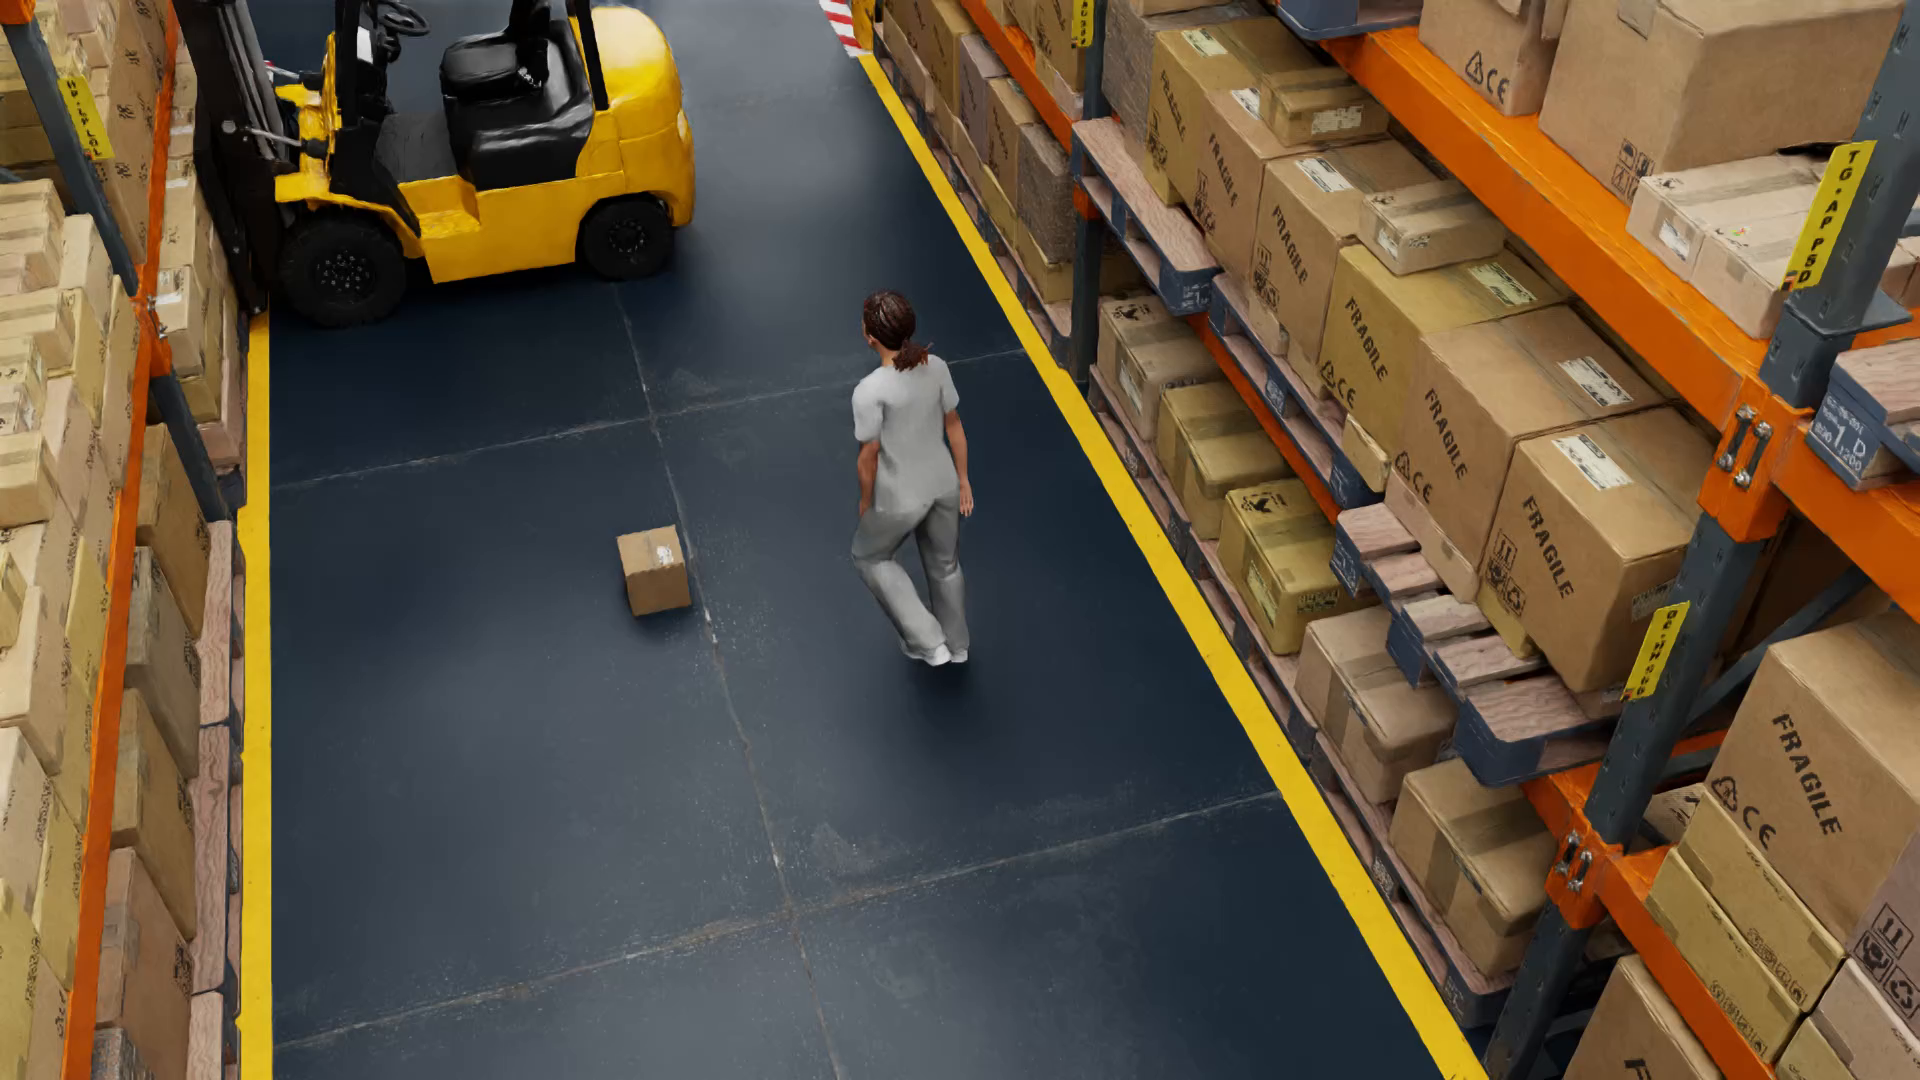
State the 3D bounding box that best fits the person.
[{"bbox_3d":[-0.163,-0.174,6.355,0.457,1.649,0.557,-30,50,-28],"label":"person"}]
